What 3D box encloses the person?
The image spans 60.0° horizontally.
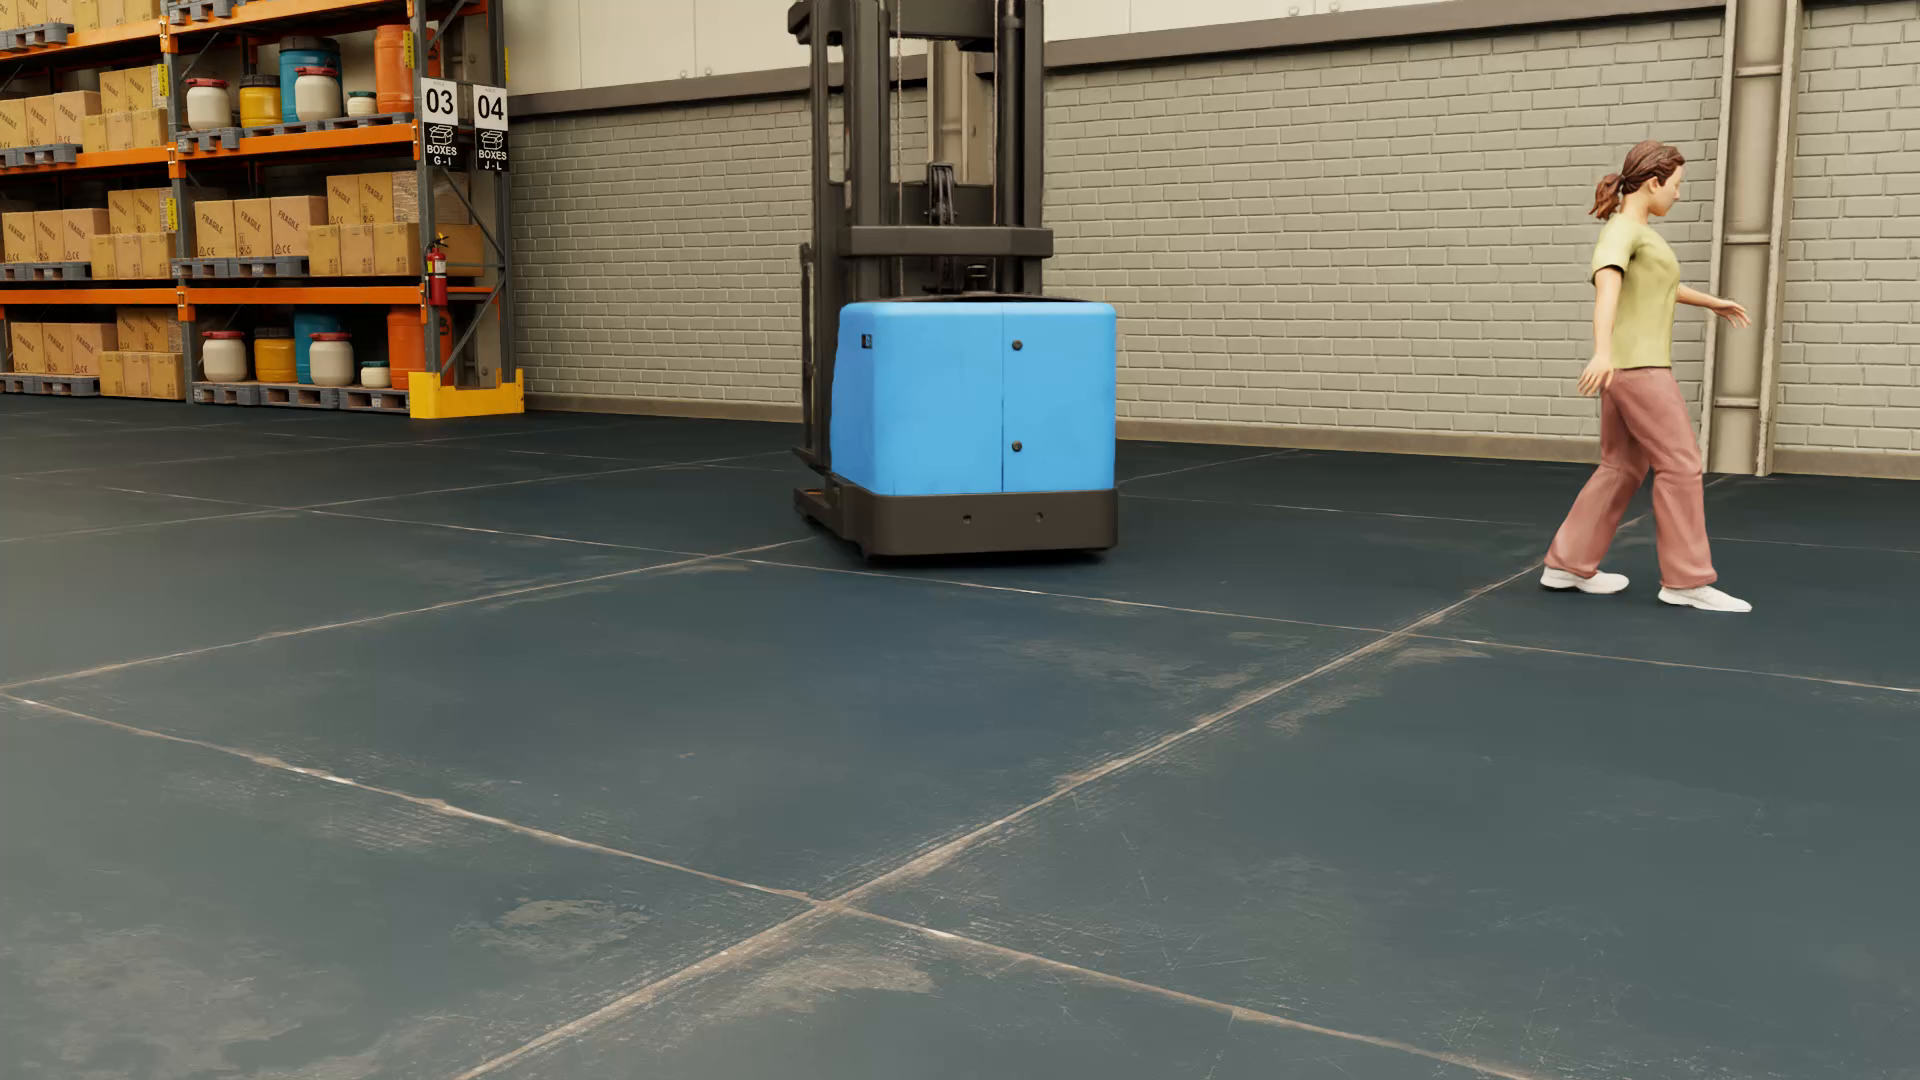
[{"bbox_3d":[2.488,-0.585,5.951,0.716,1.662,0.885,3,9,22],"label":"person"}]

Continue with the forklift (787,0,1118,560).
[{"bbox_3d":[-0.214,-1.538,8.011,1.130,2.935,3.031,-2,8,-15],"label":"forklift"}]
